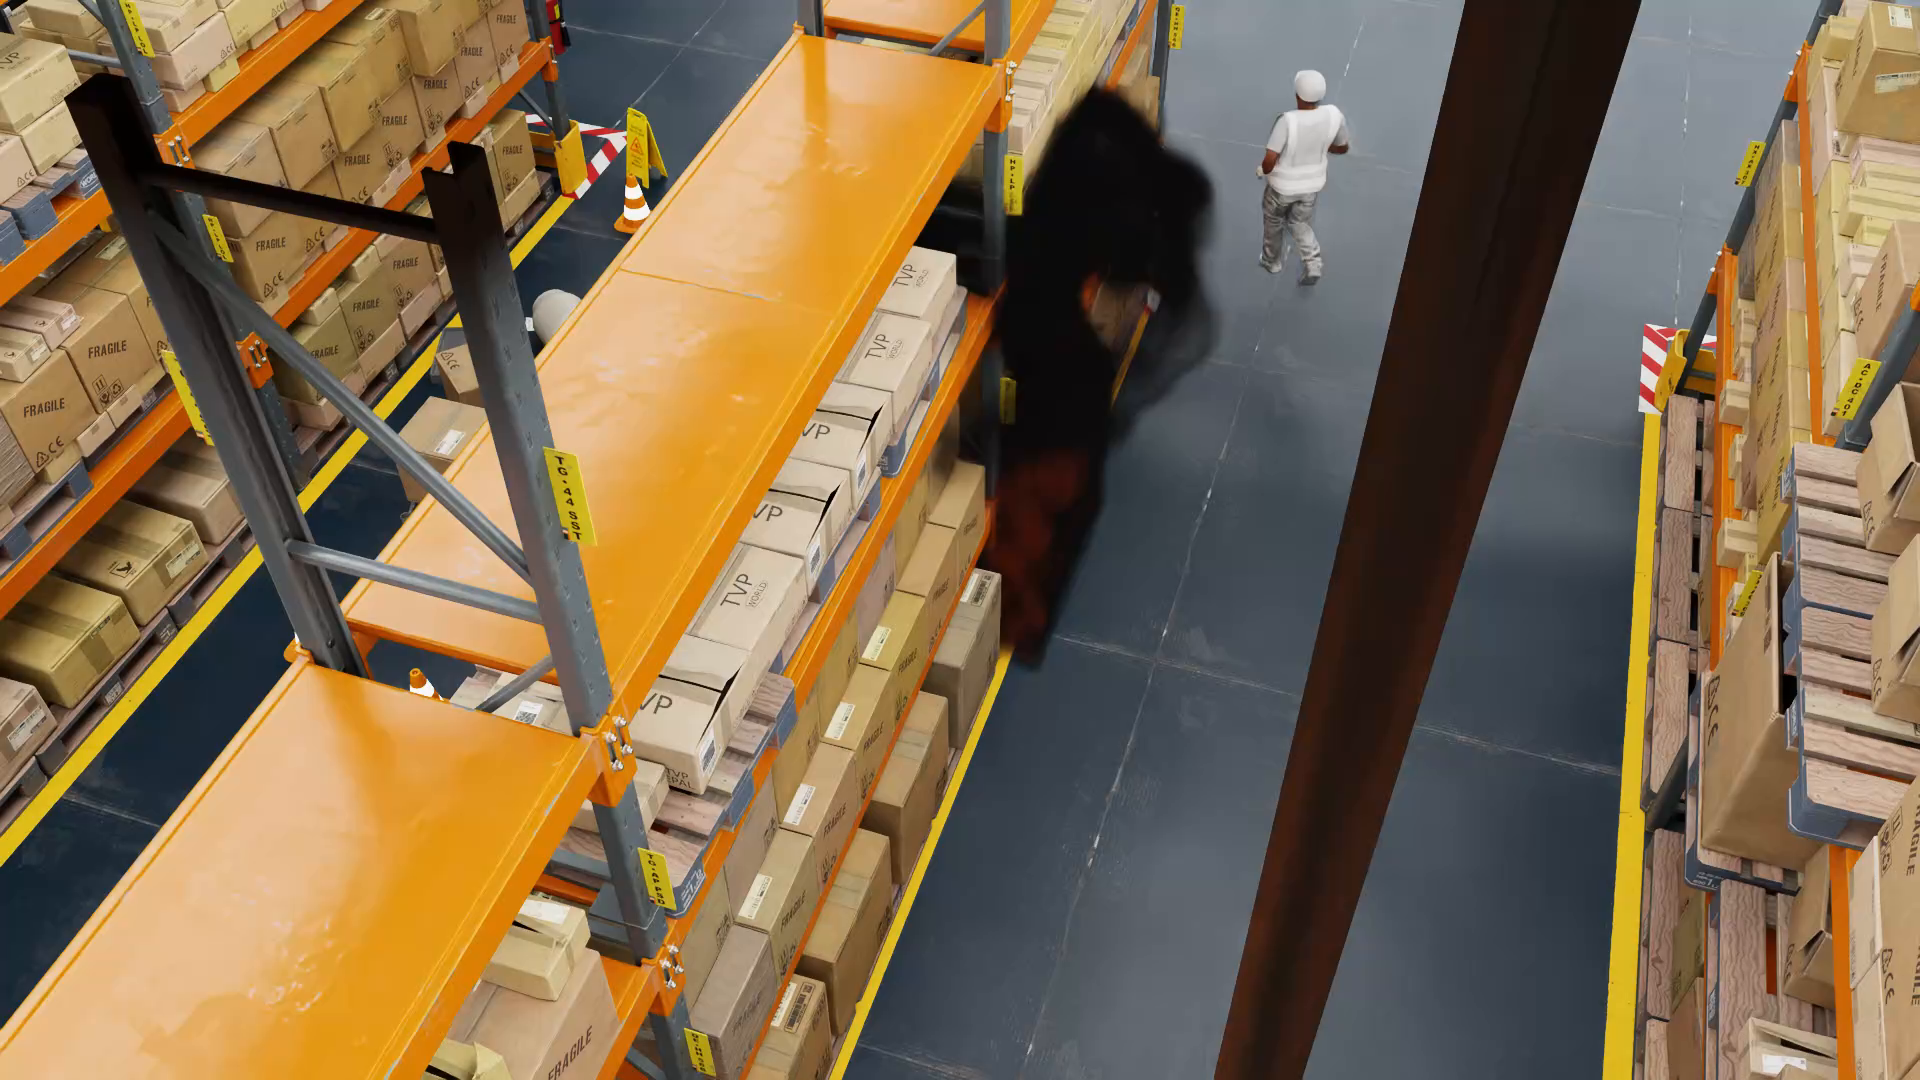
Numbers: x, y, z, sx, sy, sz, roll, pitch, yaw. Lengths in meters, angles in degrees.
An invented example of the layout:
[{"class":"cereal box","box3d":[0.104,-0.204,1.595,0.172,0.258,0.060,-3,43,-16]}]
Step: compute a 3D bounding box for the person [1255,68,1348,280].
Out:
[{"class":"person","box3d":[2.425,-2.570,12.042,0.690,1.786,0.771,-9,46,-9]}]
